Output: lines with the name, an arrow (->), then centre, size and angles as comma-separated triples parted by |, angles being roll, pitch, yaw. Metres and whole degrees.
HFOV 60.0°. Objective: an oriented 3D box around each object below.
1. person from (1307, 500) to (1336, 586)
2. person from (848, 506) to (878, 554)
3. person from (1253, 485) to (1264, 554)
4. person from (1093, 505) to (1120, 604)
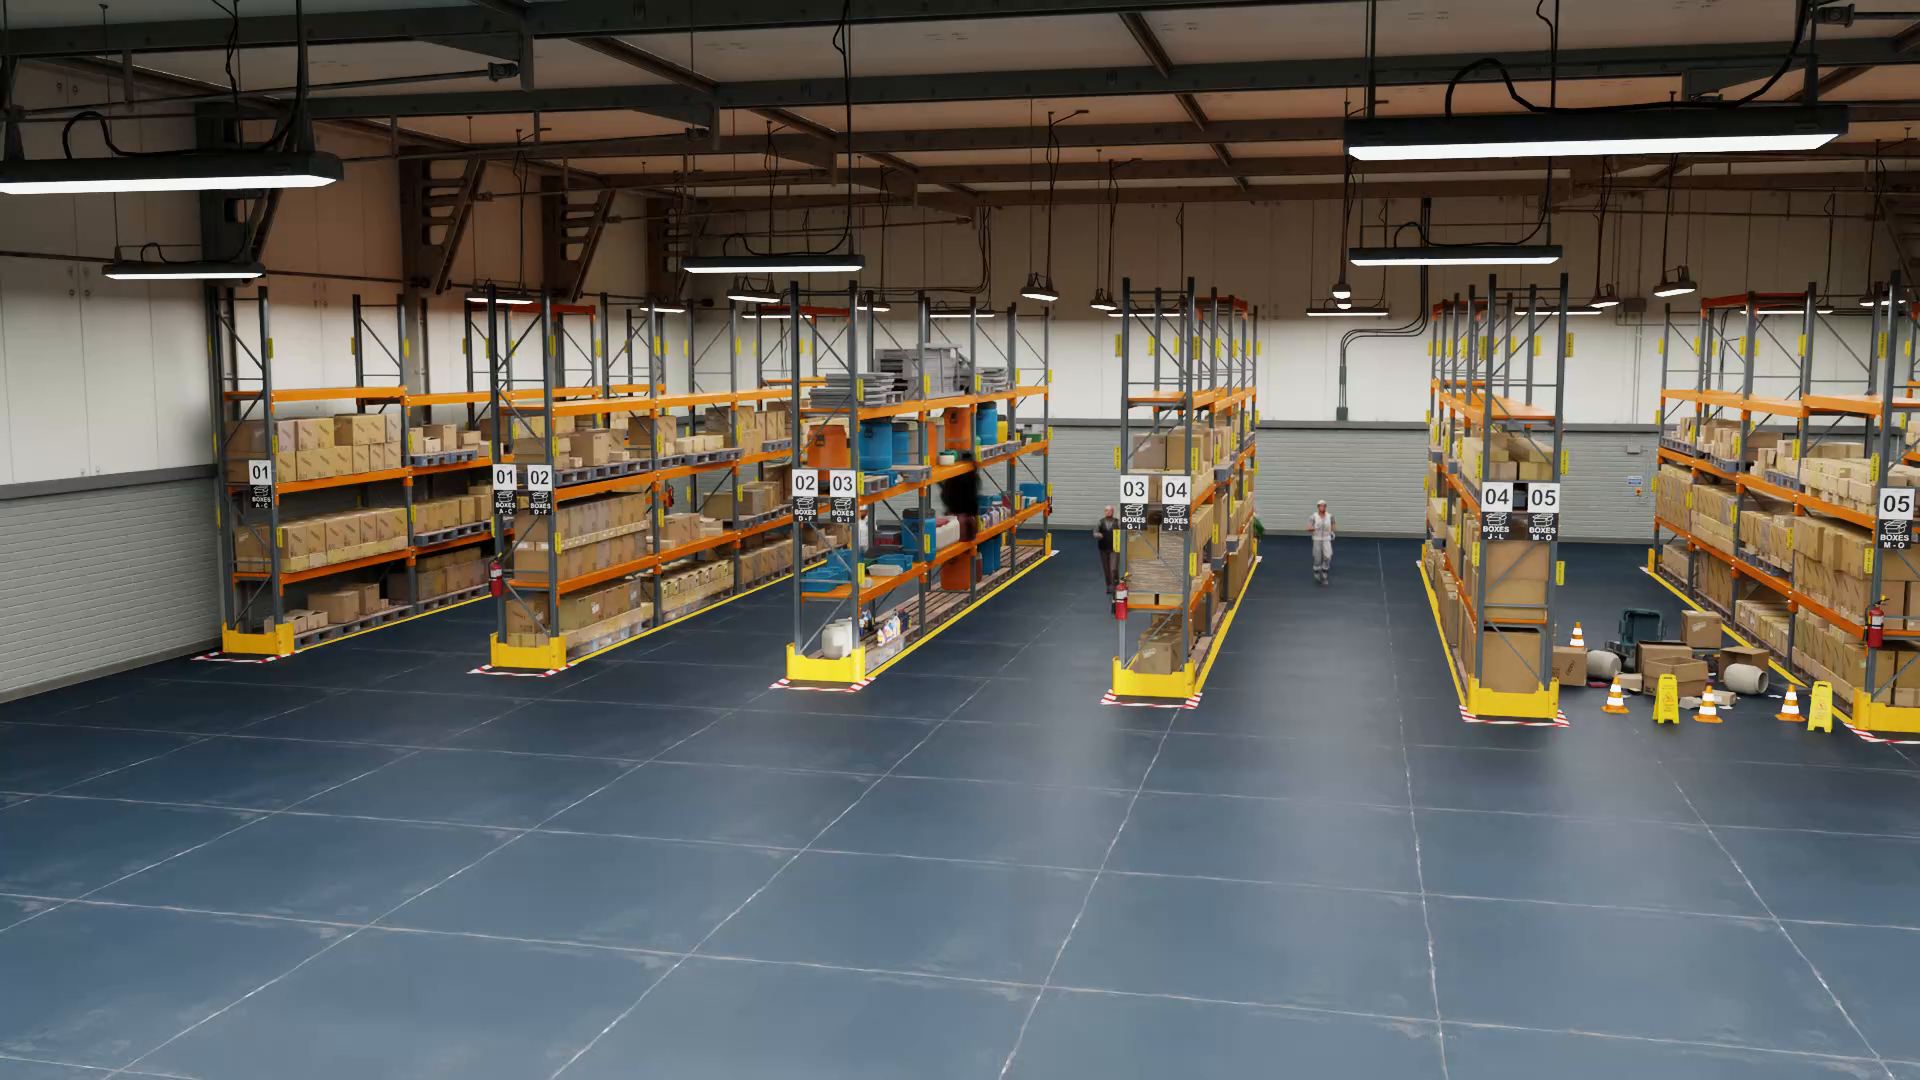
person -> 7.692, 0.057, 35.344 | 0.632, 1.824, 0.705 | 1, 7, 5
person -> -1.938, 0.127, 33.006 | 0.616, 1.638, 0.507 | 1, 7, 11
person -> 7.064, -0.531, 40.547 | 0.653, 1.771, 0.674 | 3, 7, 23
person -> 2.836, 0.260, 31.575 | 0.638, 1.838, 0.755 | 2, 7, 16
